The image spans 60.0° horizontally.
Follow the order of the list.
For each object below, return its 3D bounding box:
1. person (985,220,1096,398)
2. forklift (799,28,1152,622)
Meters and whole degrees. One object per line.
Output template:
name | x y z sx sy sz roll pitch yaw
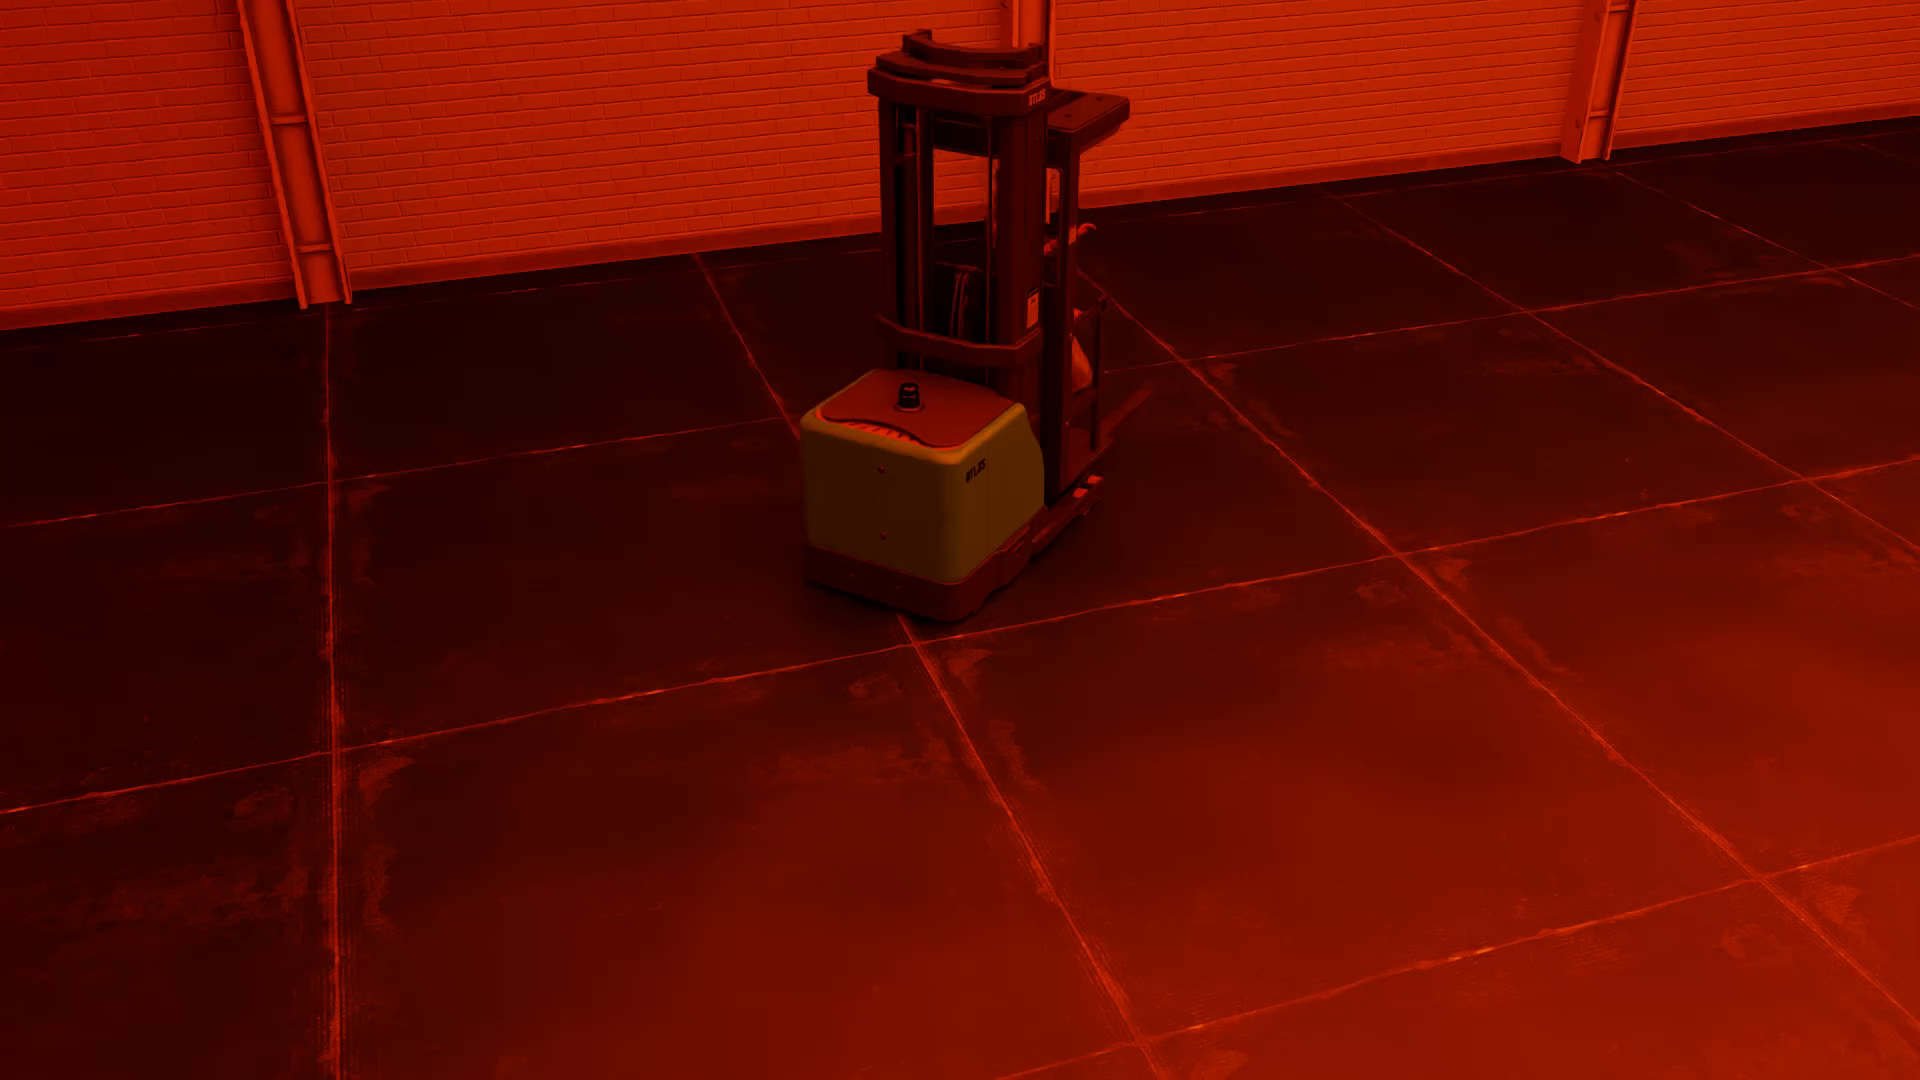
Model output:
person | 0.547 -1.348 10.863 0.751 1.384 0.993 -8 31 -14
forklift | 0.271 -1.527 9.740 1.130 2.935 3.031 16 33 25
